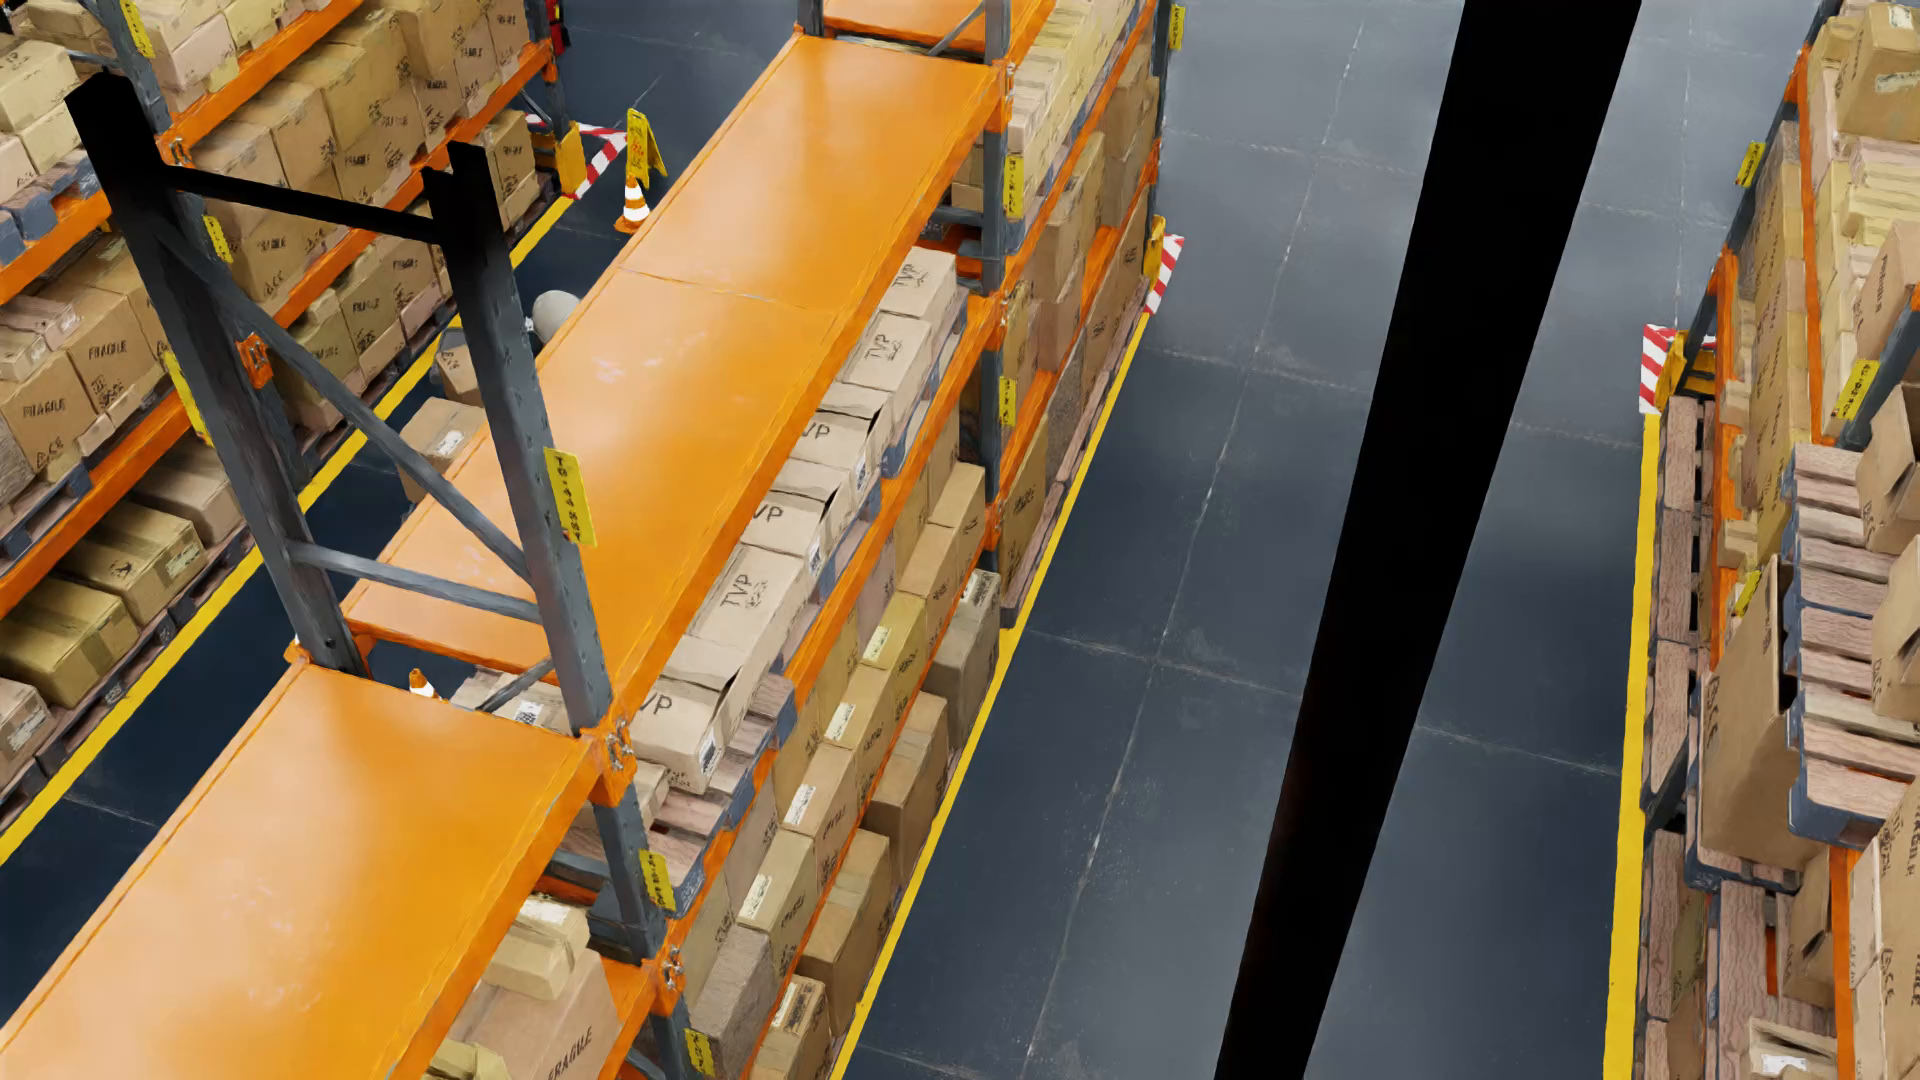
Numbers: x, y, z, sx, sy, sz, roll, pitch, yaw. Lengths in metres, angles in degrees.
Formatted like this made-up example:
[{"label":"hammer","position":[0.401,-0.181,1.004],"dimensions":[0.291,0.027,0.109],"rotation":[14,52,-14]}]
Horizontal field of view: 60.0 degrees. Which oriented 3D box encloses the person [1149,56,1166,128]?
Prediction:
[{"label":"person","position":[1.353,-4.083,13.926],"dimensions":[0.607,1.730,0.984],"rotation":[30,53,26]}]
